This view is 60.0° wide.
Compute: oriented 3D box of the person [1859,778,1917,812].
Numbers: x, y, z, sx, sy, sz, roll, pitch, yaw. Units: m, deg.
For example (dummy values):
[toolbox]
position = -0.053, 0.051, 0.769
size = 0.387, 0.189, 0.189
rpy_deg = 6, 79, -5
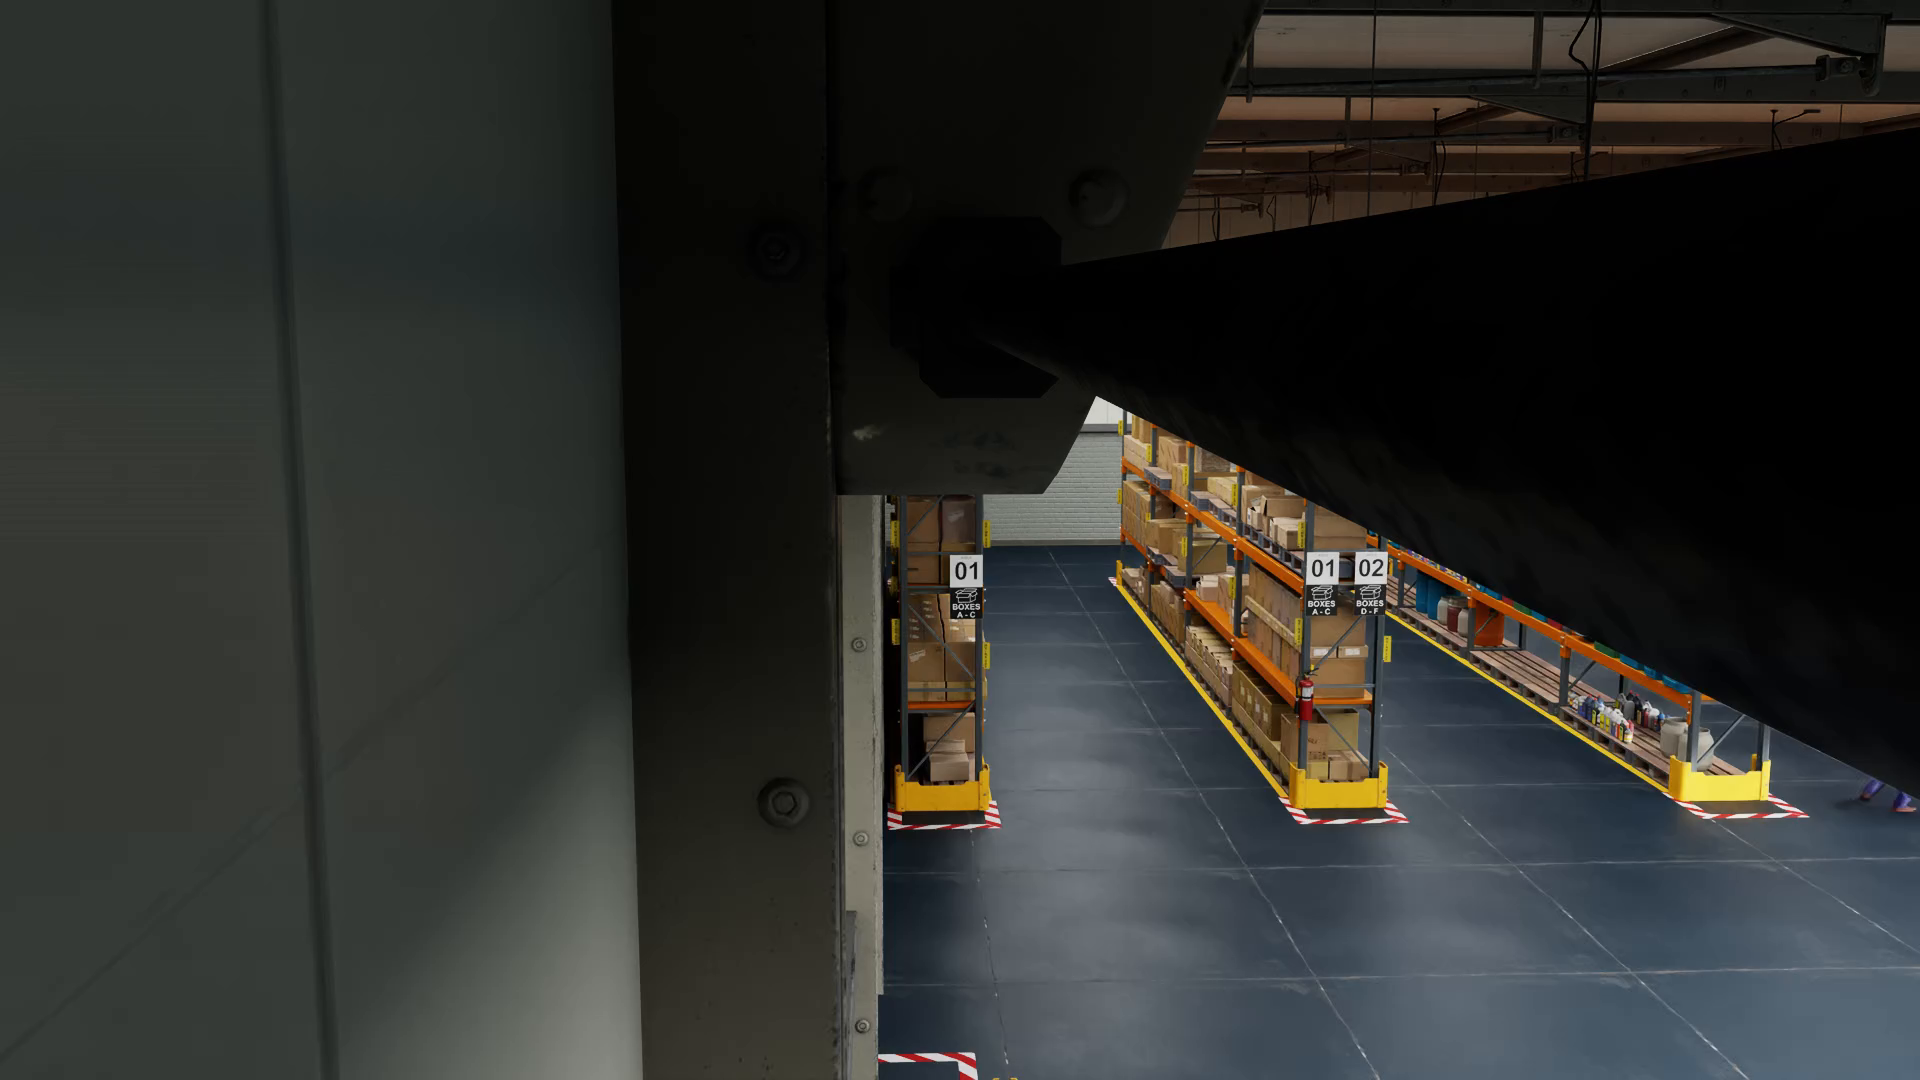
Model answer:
[person]
position = 11.581, 2.584, 20.438
size = 0.775, 1.526, 0.619
rpy_deg = -1, 9, -9
